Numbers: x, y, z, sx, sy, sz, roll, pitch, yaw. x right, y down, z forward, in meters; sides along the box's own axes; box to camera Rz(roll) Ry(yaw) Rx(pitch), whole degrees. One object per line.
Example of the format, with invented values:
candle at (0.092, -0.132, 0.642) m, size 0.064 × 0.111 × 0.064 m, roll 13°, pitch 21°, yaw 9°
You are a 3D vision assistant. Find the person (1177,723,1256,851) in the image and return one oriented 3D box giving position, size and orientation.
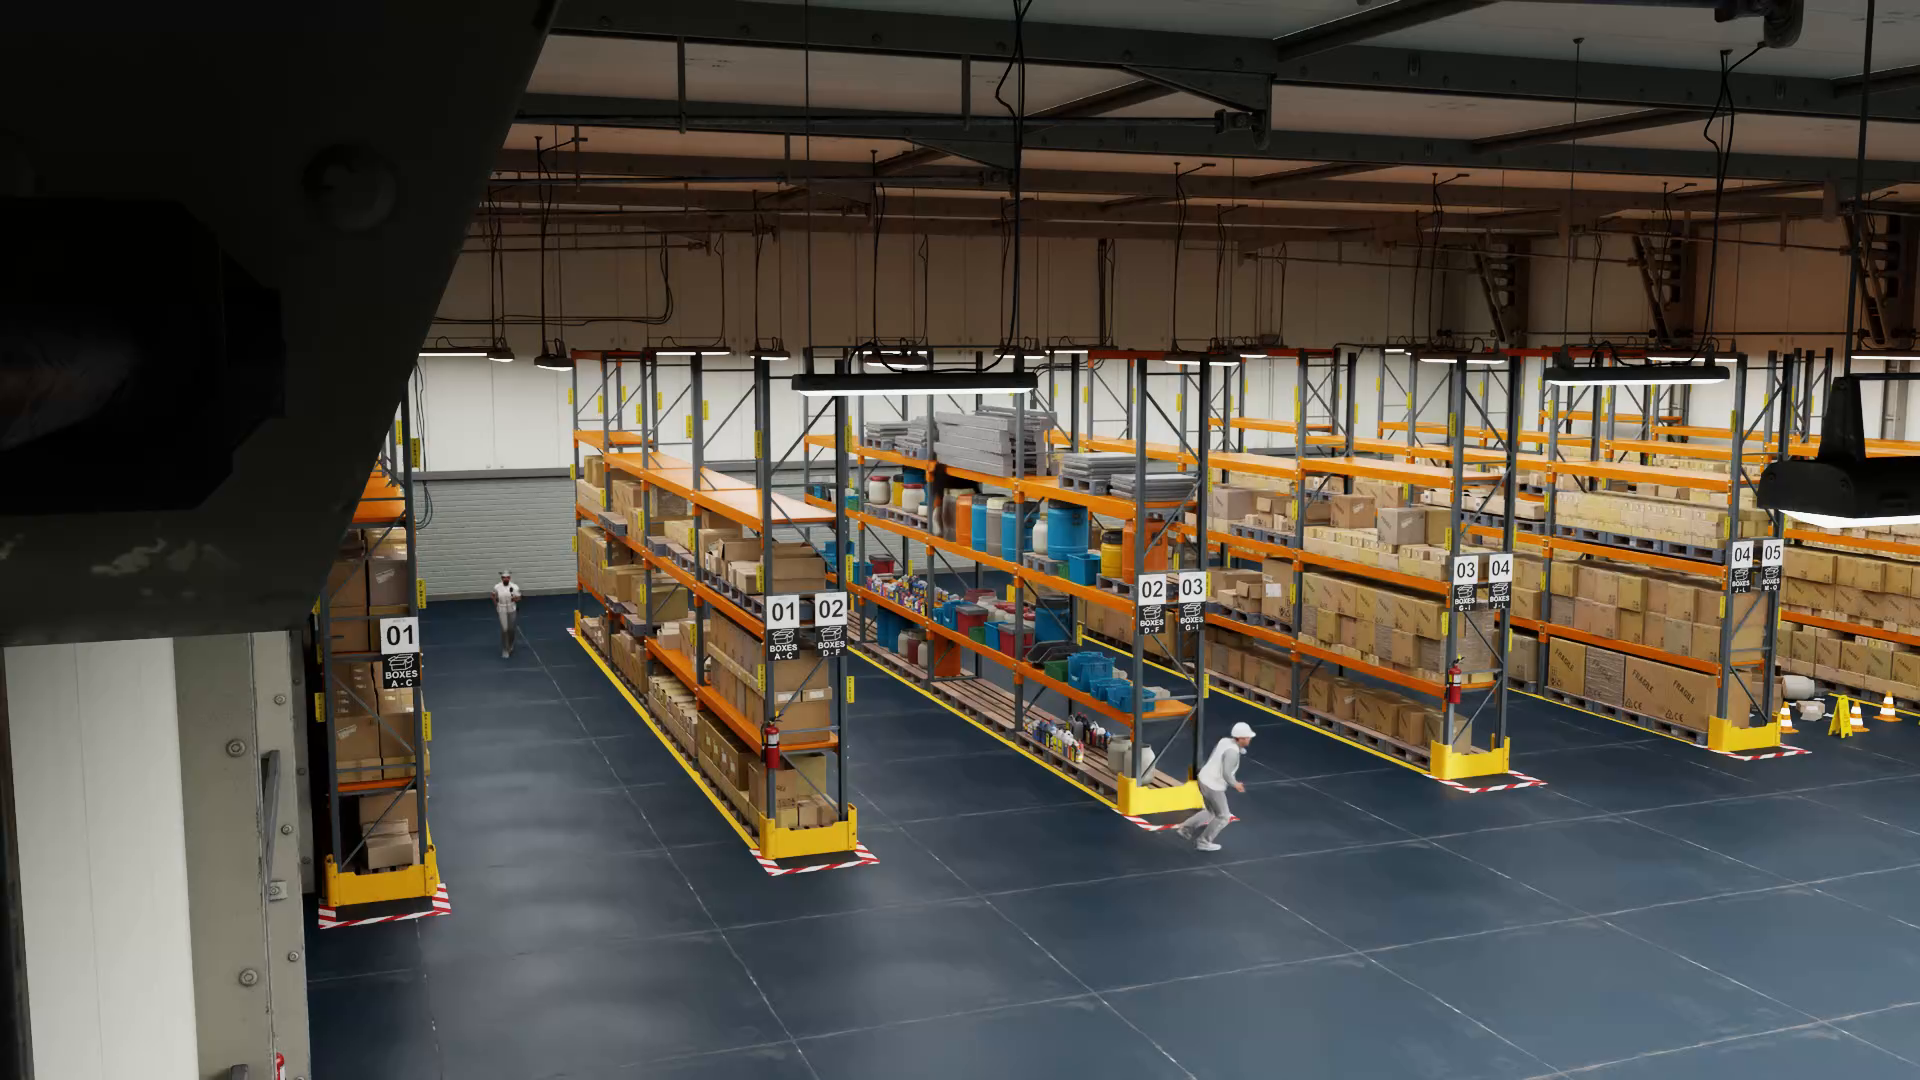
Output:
person at (3.134, 3.010, 20.339) m, size 0.915 × 1.615 × 0.625 m, roll 0°, pitch 7°, yaw -1°

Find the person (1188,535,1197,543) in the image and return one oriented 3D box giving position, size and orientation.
person at (5.922, 0.277, 41.520) m, size 0.604 × 1.808 × 0.788 m, roll 3°, pitch 8°, yaw 25°

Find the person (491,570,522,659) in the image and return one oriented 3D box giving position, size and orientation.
person at (-8.886, 1.432, 32.642) m, size 0.578 × 1.737 × 0.746 m, roll -2°, pitch 7°, yaw -17°
